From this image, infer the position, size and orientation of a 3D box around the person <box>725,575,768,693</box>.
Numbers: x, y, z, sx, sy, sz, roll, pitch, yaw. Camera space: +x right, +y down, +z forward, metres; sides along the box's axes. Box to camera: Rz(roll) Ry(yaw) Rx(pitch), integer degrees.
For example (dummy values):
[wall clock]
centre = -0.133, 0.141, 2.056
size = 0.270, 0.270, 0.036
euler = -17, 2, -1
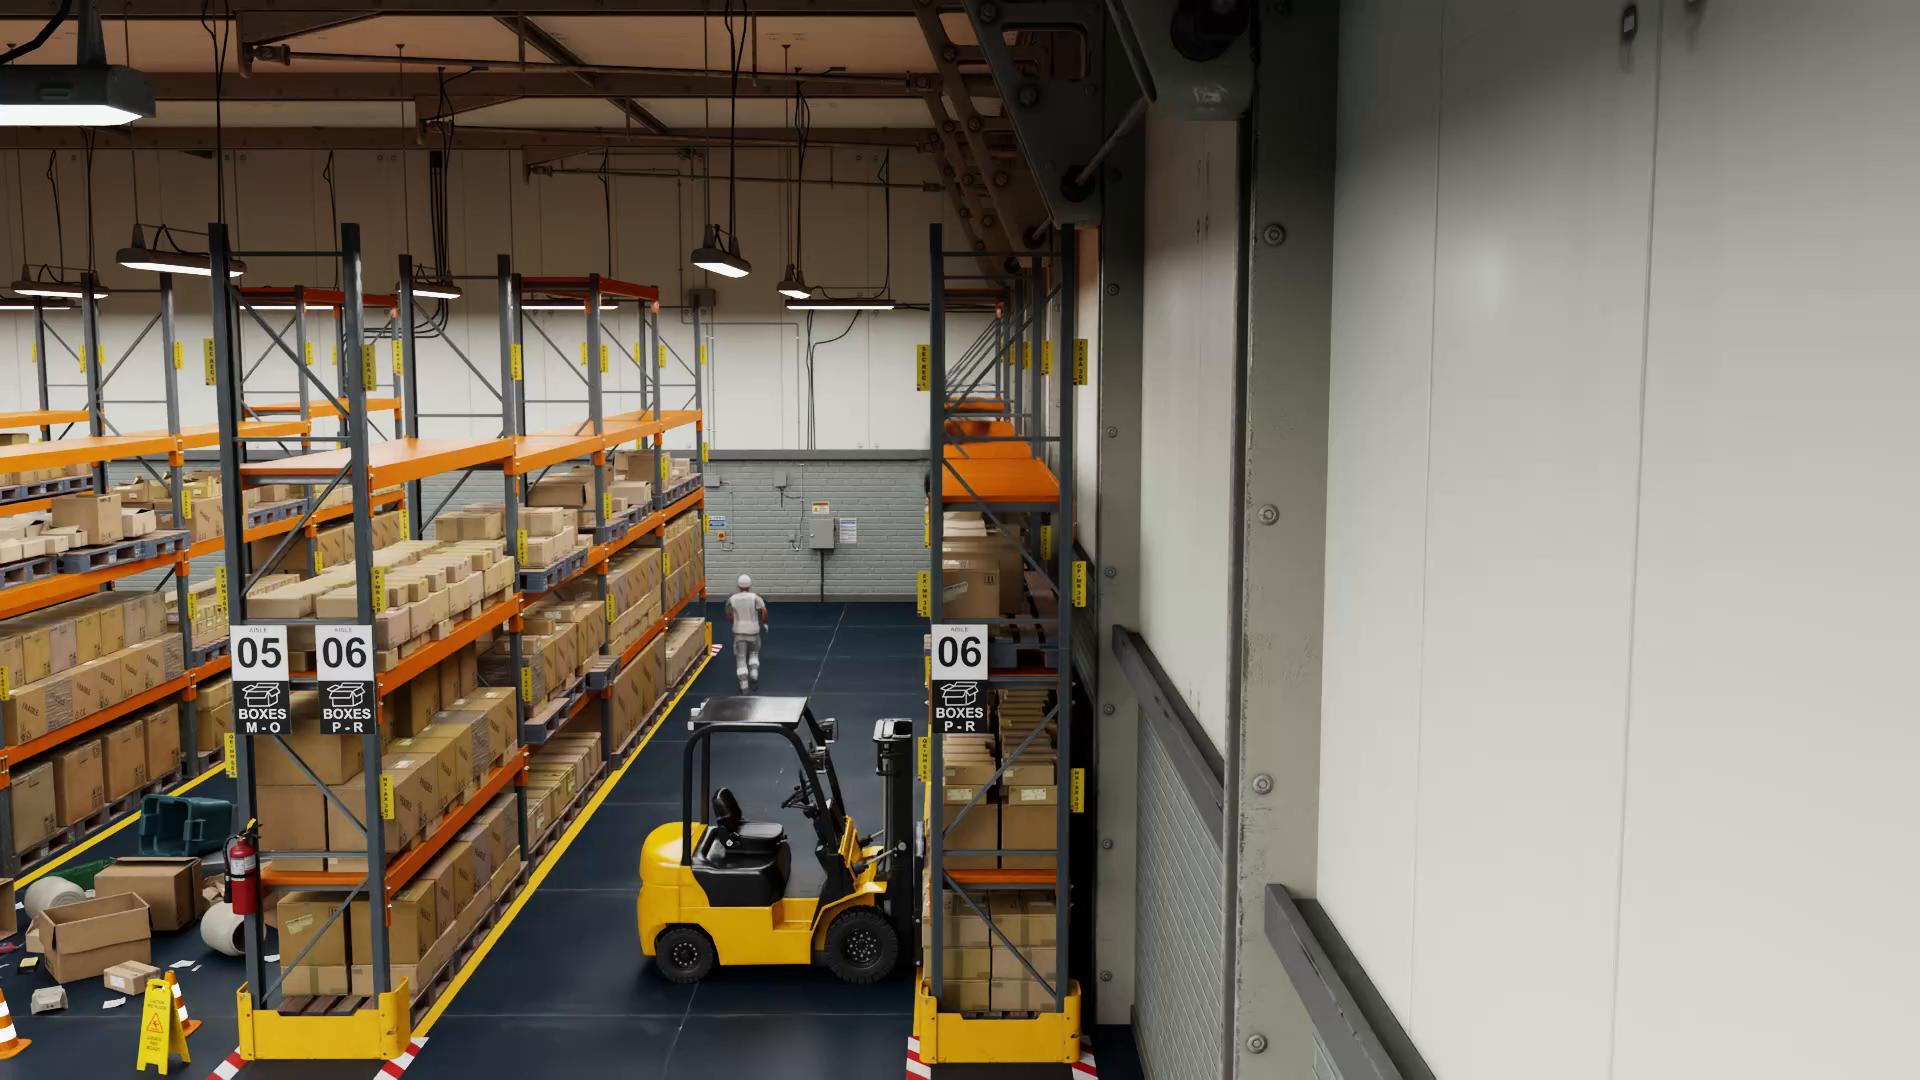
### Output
[person]
centre = -3.179, 1.388, 24.794
size = 0.641, 1.775, 0.690
euler = -1, 7, -6
